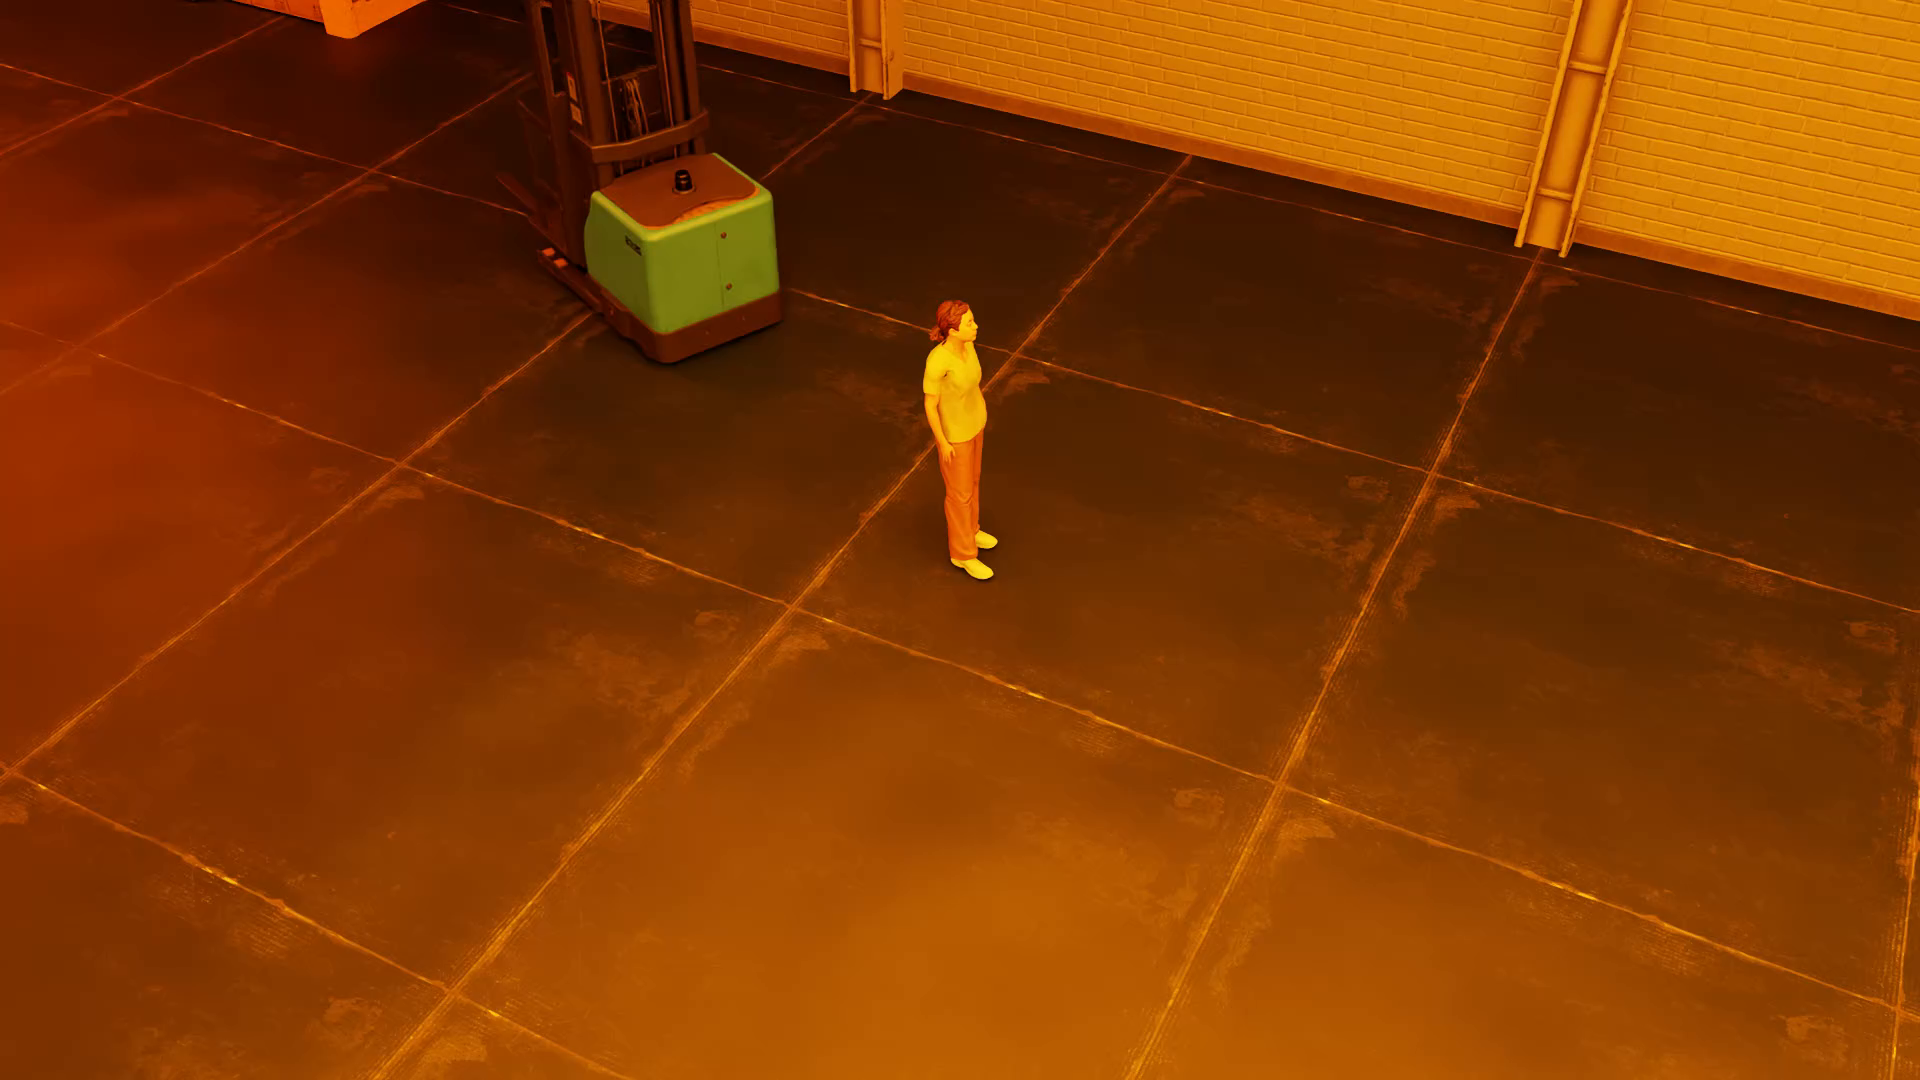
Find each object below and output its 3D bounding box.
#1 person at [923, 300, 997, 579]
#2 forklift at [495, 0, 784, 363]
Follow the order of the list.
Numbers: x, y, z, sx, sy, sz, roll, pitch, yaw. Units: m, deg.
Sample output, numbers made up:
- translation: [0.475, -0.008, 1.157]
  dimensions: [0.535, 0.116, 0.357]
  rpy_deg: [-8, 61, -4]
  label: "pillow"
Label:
- translation: [0.060, -0.618, 9.683]
  dimensions: [0.549, 1.675, 0.553]
  rpy_deg: [18, 43, 21]
  label: "person"
- translation: [-2.568, -3.254, 11.850]
  dimensions: [1.130, 2.935, 3.031]
  rpy_deg: [-26, 47, -28]
  label: "forklift"
